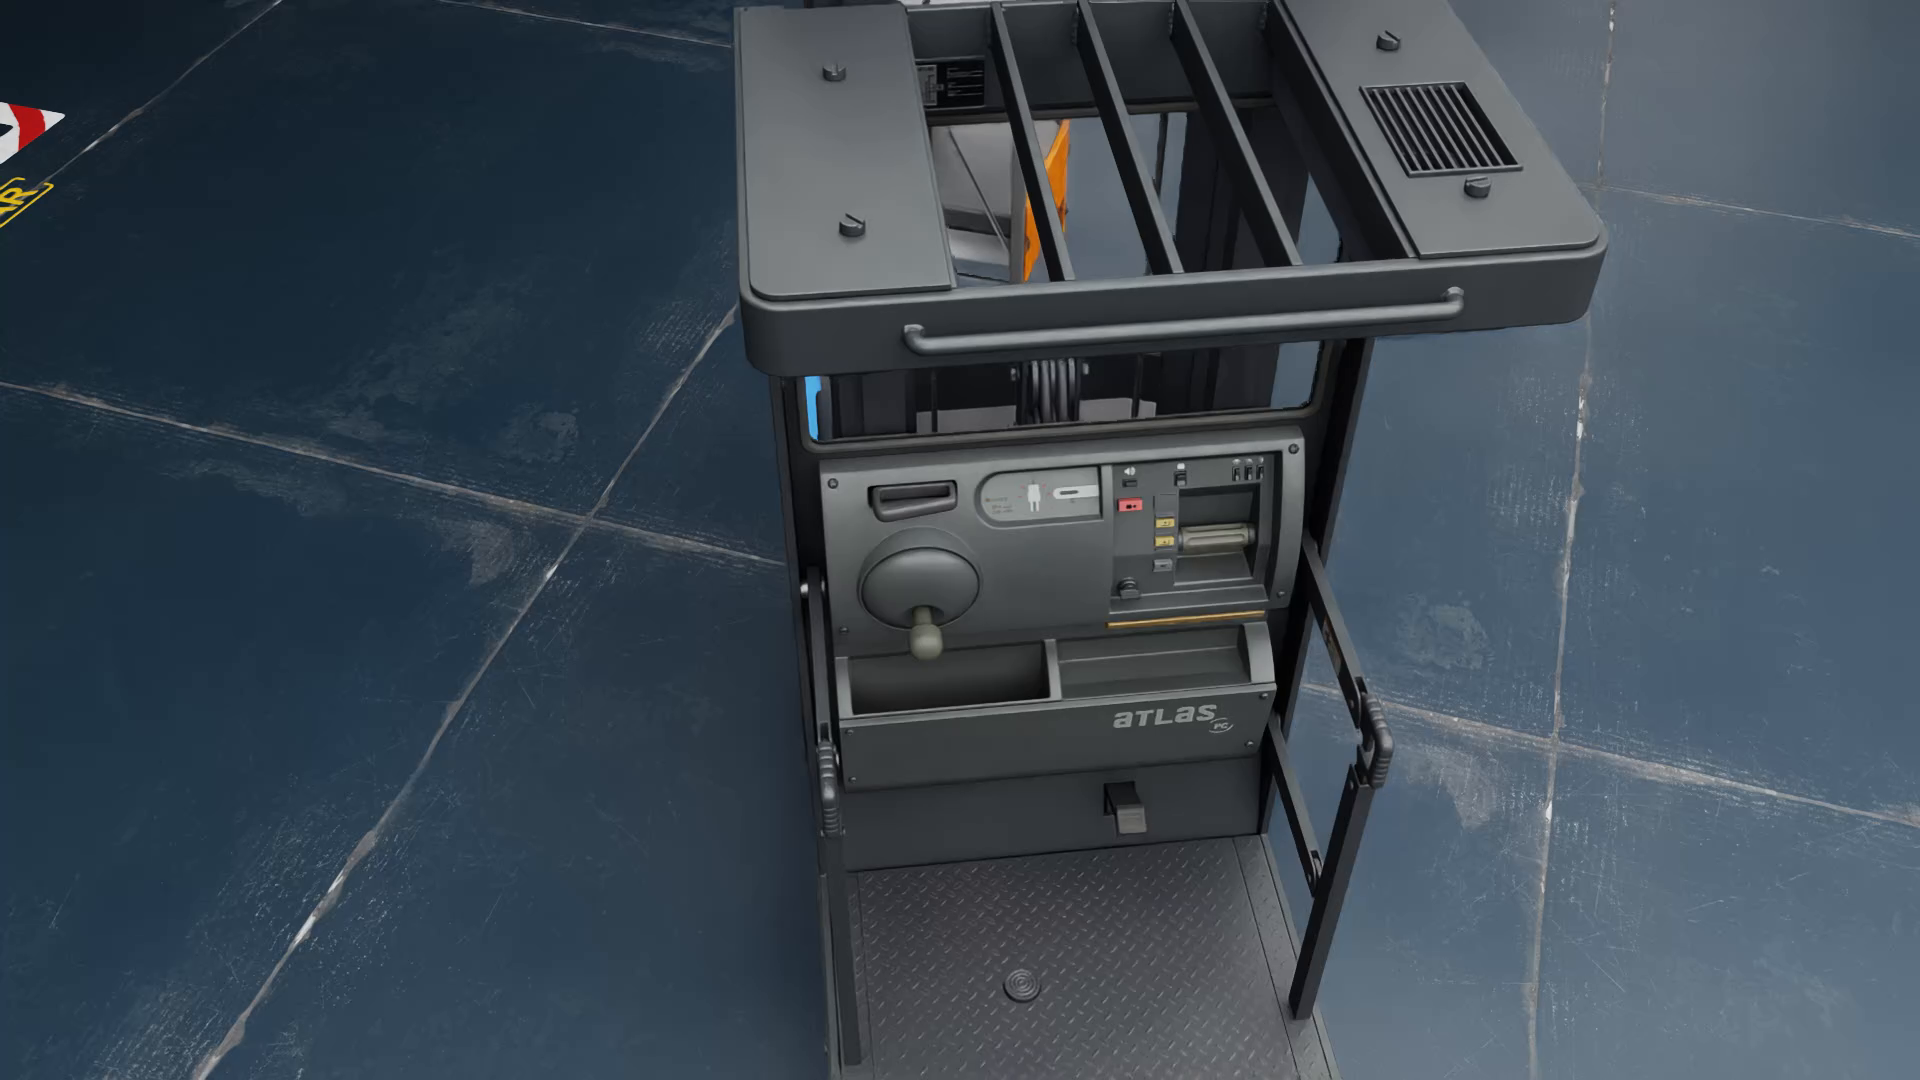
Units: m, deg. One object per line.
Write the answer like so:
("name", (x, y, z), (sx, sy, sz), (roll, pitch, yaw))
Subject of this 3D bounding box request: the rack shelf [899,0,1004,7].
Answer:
("rack shelf", (0.041, -1.373, 4.170), (0.431, 0.518, 0.480), (11, 46, 11))

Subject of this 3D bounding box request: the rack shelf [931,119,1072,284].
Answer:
("rack shelf", (0.041, -0.872, 4.660), (0.431, 0.518, 0.480), (11, 46, 11))

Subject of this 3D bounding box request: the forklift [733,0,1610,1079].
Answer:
("forklift", (0.228, 0.099, 3.053), (1.130, 2.935, 3.031), (-4, 45, -5))

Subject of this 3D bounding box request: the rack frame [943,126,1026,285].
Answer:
("rack frame", (-0.026, -0.718, 4.482), (0.400, 2.100, 0.015), (11, 46, 11))

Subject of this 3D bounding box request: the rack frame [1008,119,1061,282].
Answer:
("rack frame", (0.108, -1.046, 4.818), (0.400, 2.100, 0.015), (11, 46, 11))

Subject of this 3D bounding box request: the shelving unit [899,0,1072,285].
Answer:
("shelving unit", (0.041, -0.882, 4.650), (0.431, 2.100, 0.503), (11, 46, 11))
